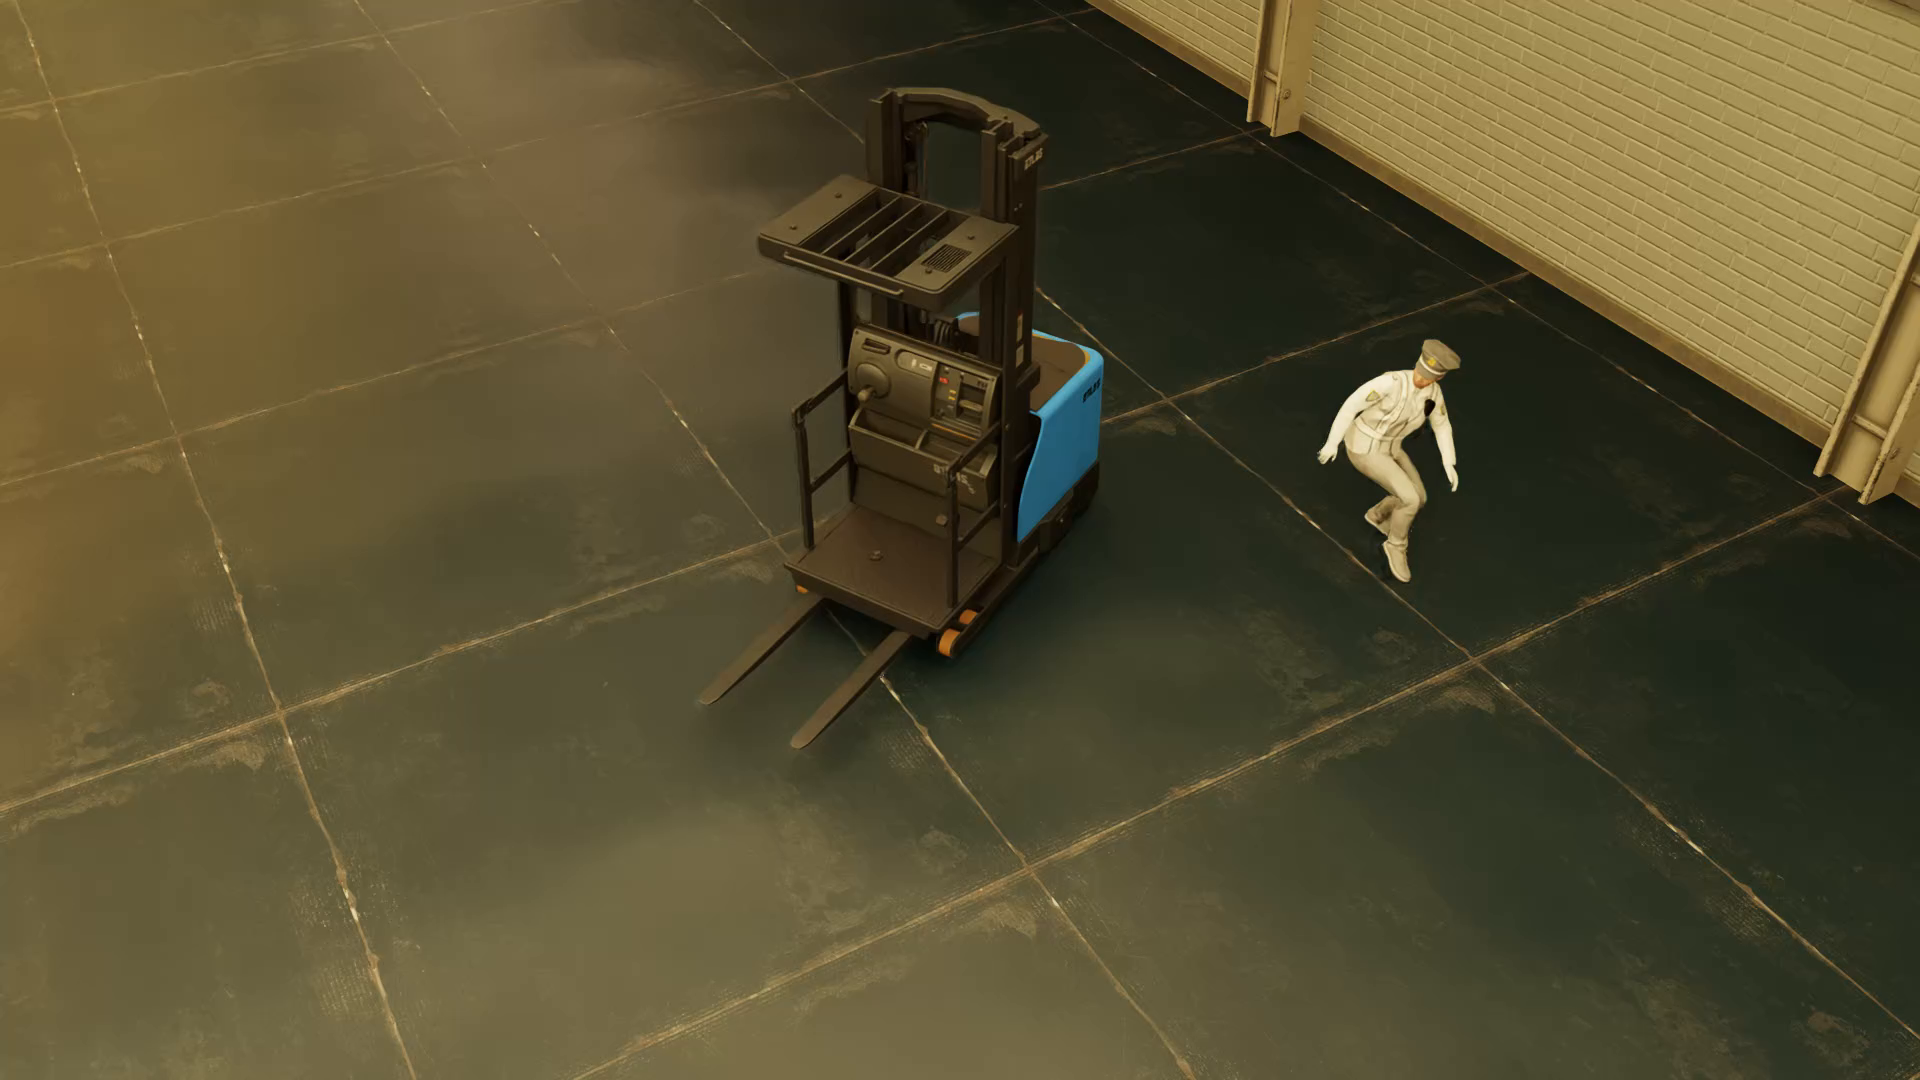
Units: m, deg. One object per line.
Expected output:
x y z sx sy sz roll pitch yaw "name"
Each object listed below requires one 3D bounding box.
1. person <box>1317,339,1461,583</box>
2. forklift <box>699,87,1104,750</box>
2.582 -0.491 9.797 0.706 1.477 0.689 -26 46 -28 "person"
-0.323 -0.797 8.997 1.130 2.935 3.031 22 44 24 "forklift"
